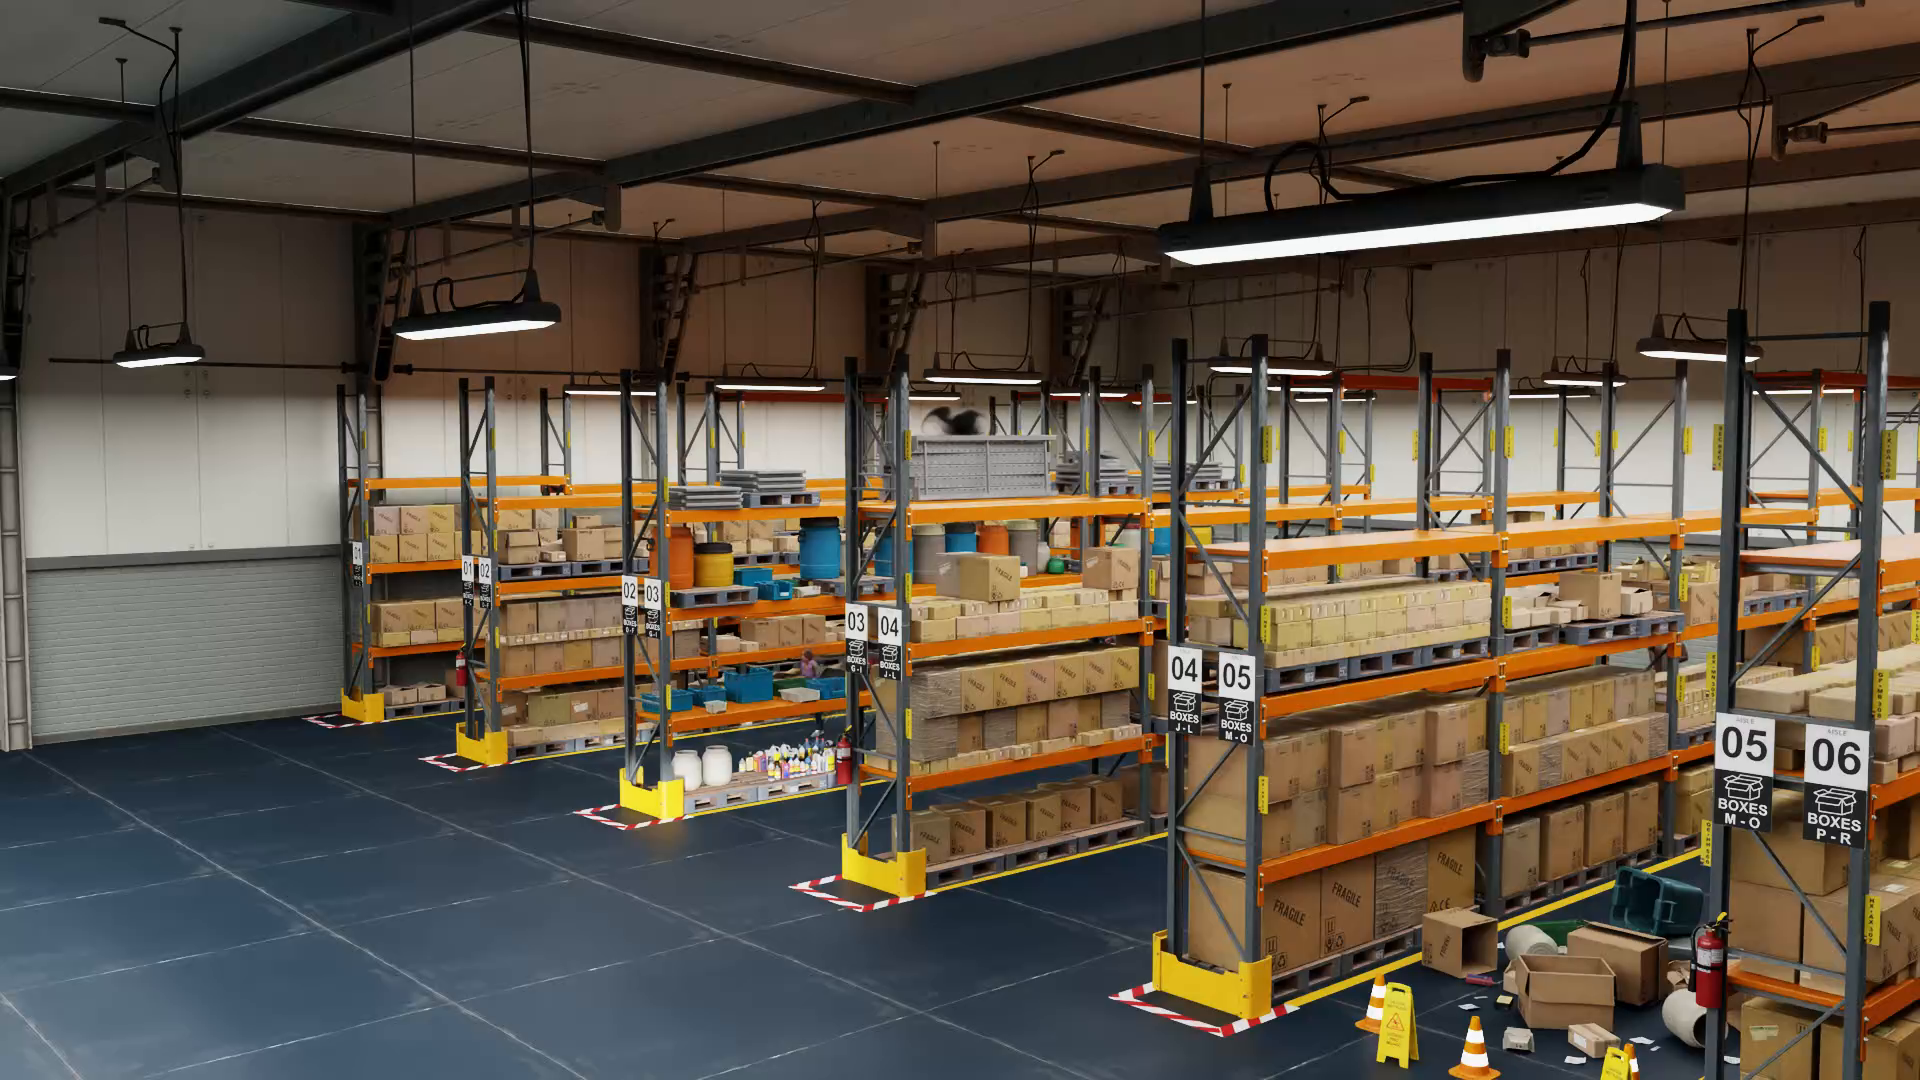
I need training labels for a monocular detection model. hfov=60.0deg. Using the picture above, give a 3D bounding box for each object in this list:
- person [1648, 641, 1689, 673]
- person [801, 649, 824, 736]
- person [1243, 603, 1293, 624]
[{"bbox_3d":[12.313,2.394,28.950,0.665,1.857,0.849,2,4,26],"label":"person"},{"bbox_3d":[-2.513,2.574,28.021,0.525,1.523,0.667,3,5,36],"label":"person"},{"bbox_3d":[9.973,2.224,17.314,8.795,3.595,12.930,3,5,39],"label":"person"}]
